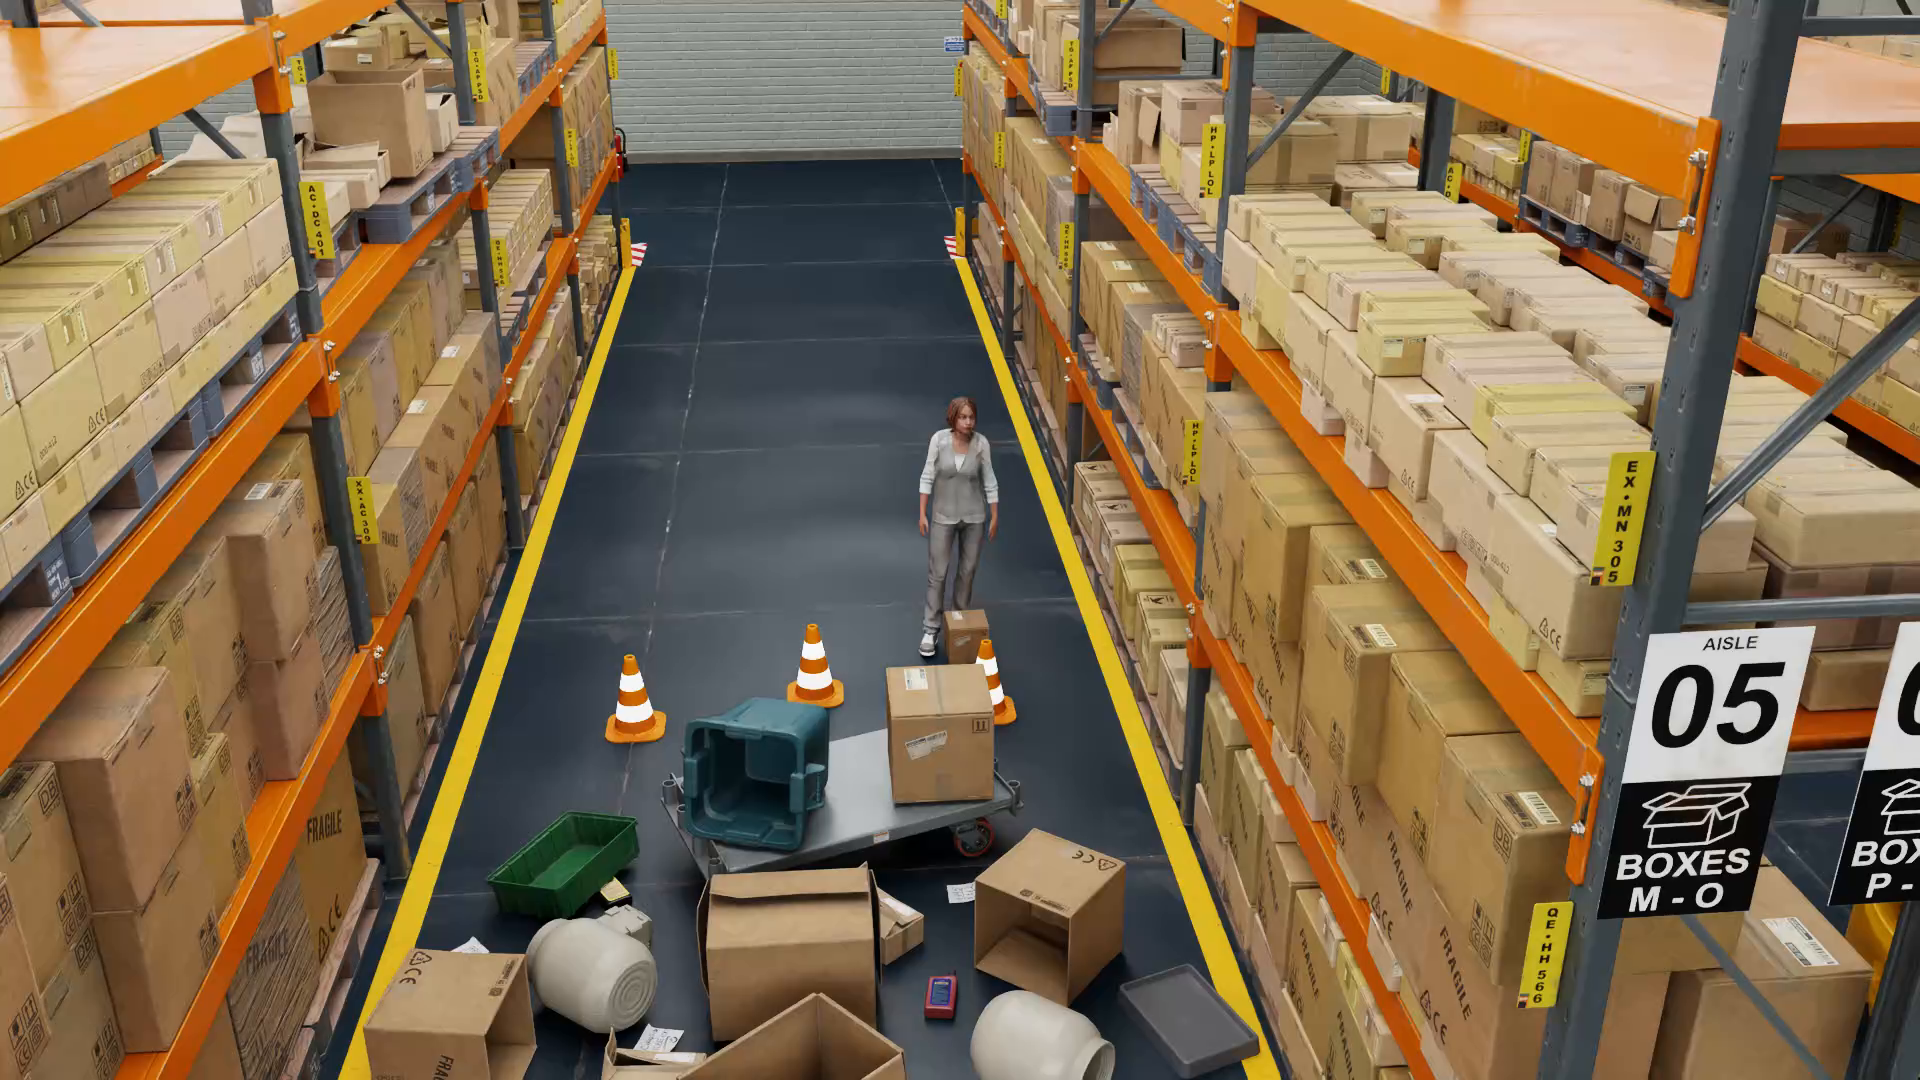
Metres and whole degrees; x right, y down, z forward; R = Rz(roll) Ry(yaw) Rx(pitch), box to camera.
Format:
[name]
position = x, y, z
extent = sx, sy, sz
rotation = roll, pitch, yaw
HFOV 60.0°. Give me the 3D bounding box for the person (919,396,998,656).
[person]
position = -0.011, -0.087, 10.295
extent = 0.520, 1.590, 0.475
rotation = -2, 24, -5
